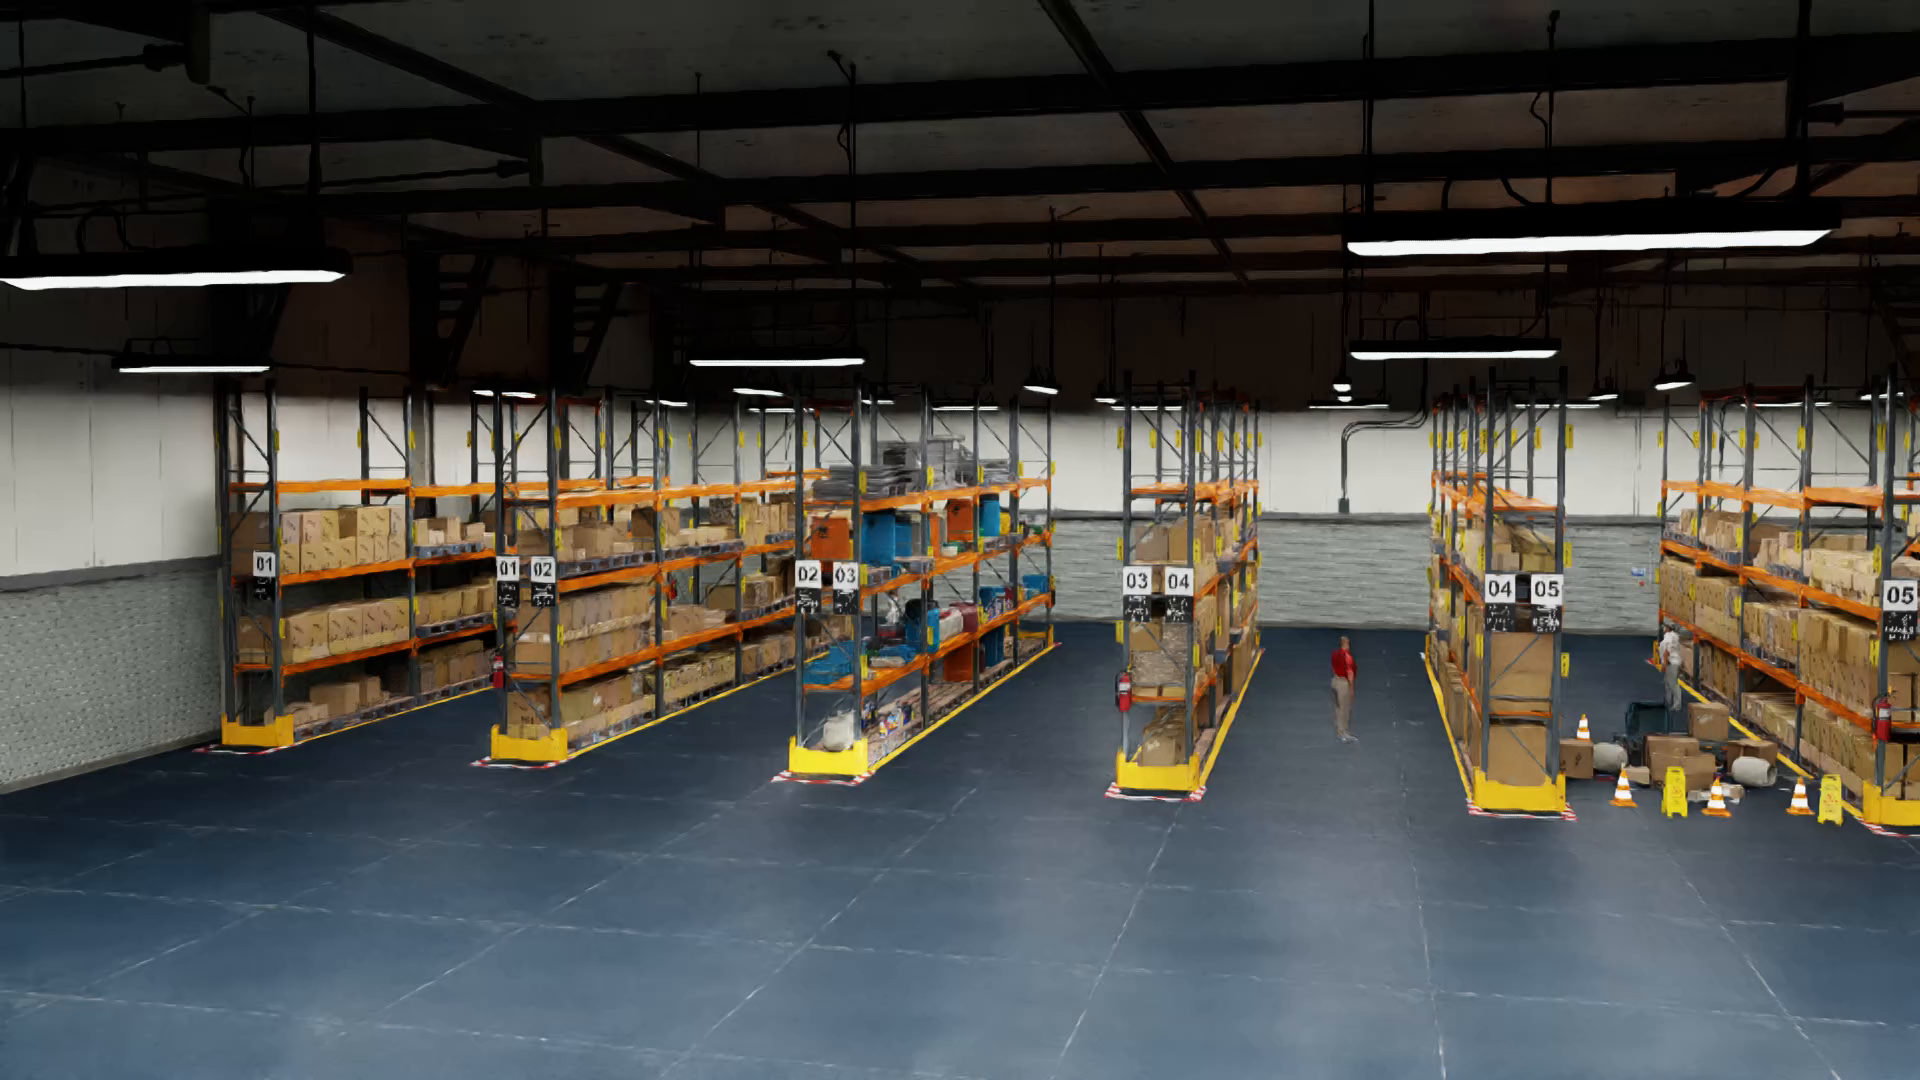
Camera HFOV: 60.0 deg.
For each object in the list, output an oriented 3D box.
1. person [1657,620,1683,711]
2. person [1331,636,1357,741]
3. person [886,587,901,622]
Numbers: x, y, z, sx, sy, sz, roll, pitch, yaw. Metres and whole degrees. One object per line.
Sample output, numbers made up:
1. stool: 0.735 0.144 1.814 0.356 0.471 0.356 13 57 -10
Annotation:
1. person: 13.171 2.311 30.902 0.562 1.648 0.611 2 4 35
2. person: 6.445 2.460 27.761 0.457 1.733 0.593 -1 4 -16
3. person: -1.488 1.868 38.039 0.434 1.683 0.554 0 3 -7
